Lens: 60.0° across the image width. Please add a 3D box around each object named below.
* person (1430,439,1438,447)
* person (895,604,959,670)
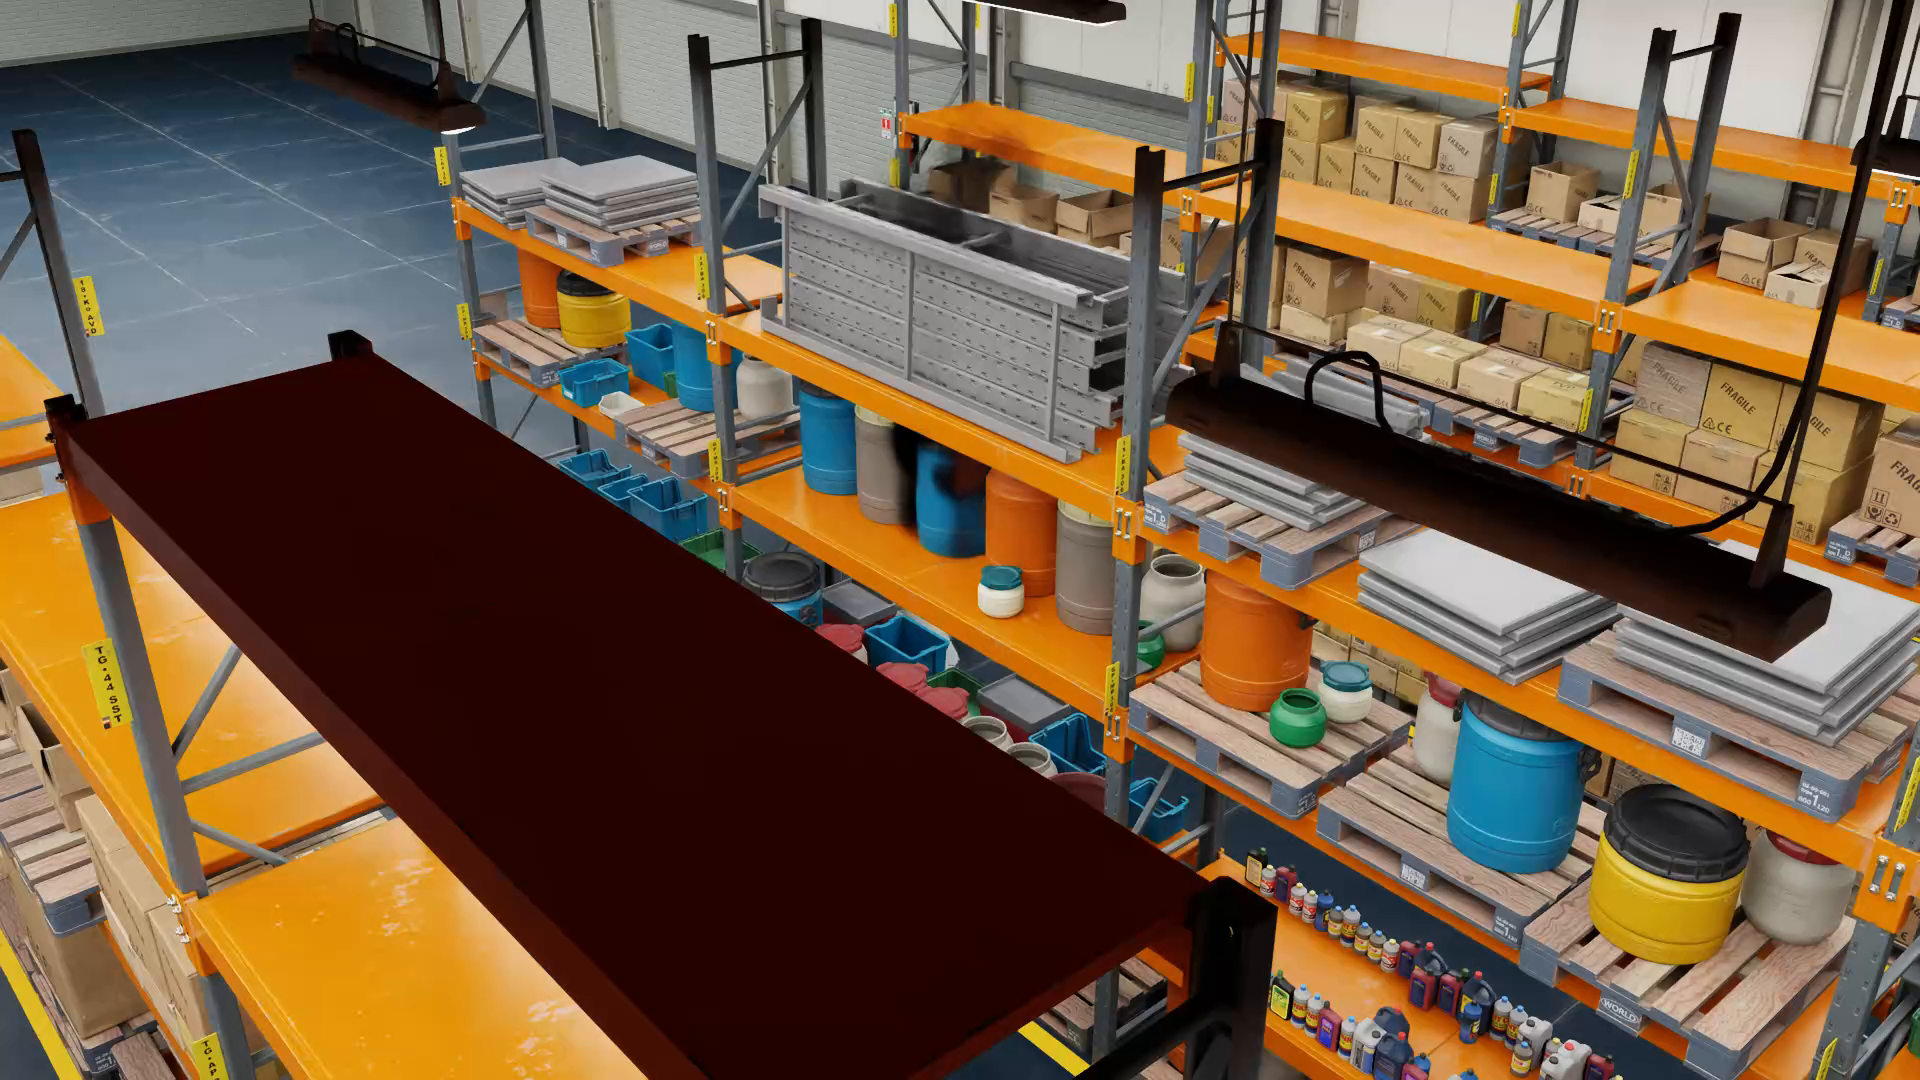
[{"bbox_3d":[4.499,-0.381,16.539,0.599,1.628,0.520,-17,32,-30],"label":"person"},{"bbox_3d":[-0.340,0.832,14.093,0.805,1.689,0.662,4,27,8],"label":"person"}]
